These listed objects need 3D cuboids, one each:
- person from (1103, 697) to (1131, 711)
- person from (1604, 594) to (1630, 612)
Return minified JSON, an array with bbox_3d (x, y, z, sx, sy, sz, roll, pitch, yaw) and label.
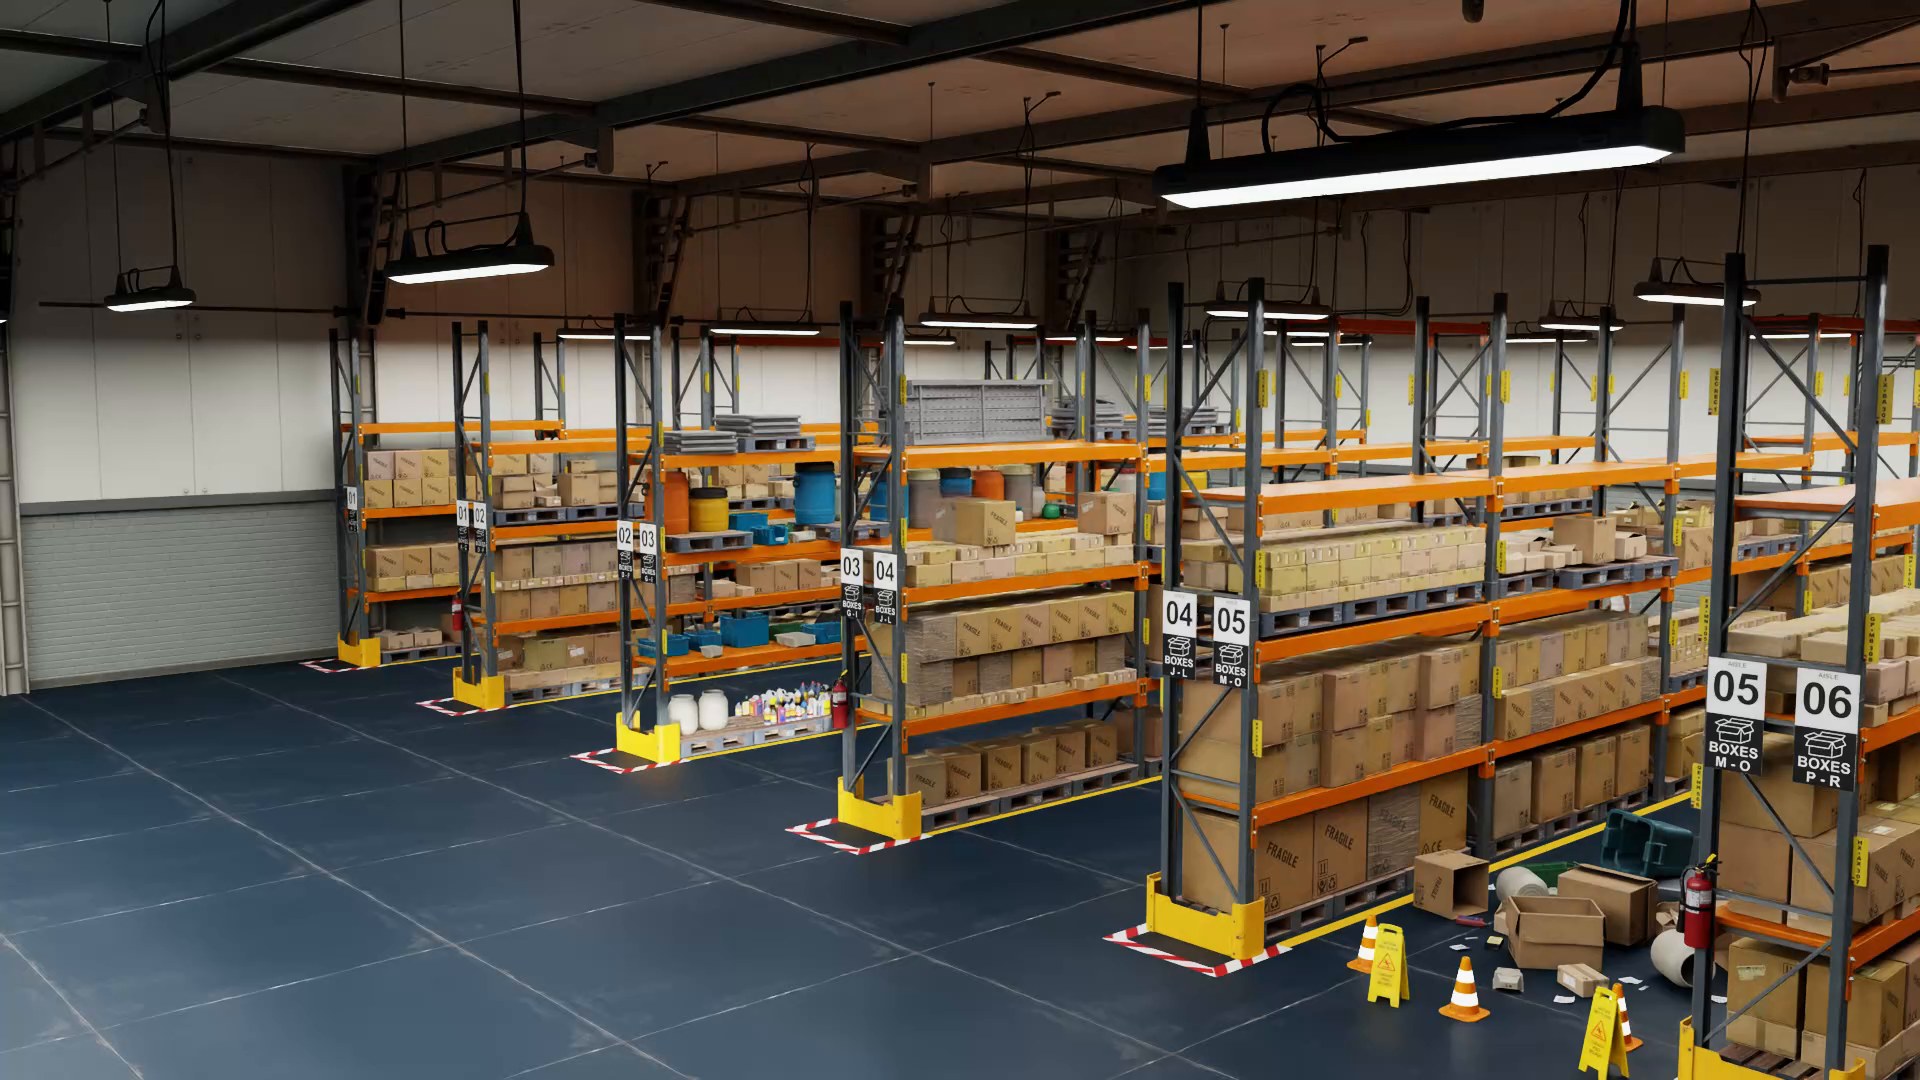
[{"bbox_3d":[2.277,1.968,24.156,0.739,1.640,0.670,-4,7,-33],"label":"person"},{"bbox_3d":[12.193,1.270,30.788,0.998,1.735,0.555,3,7,30],"label":"person"}]
